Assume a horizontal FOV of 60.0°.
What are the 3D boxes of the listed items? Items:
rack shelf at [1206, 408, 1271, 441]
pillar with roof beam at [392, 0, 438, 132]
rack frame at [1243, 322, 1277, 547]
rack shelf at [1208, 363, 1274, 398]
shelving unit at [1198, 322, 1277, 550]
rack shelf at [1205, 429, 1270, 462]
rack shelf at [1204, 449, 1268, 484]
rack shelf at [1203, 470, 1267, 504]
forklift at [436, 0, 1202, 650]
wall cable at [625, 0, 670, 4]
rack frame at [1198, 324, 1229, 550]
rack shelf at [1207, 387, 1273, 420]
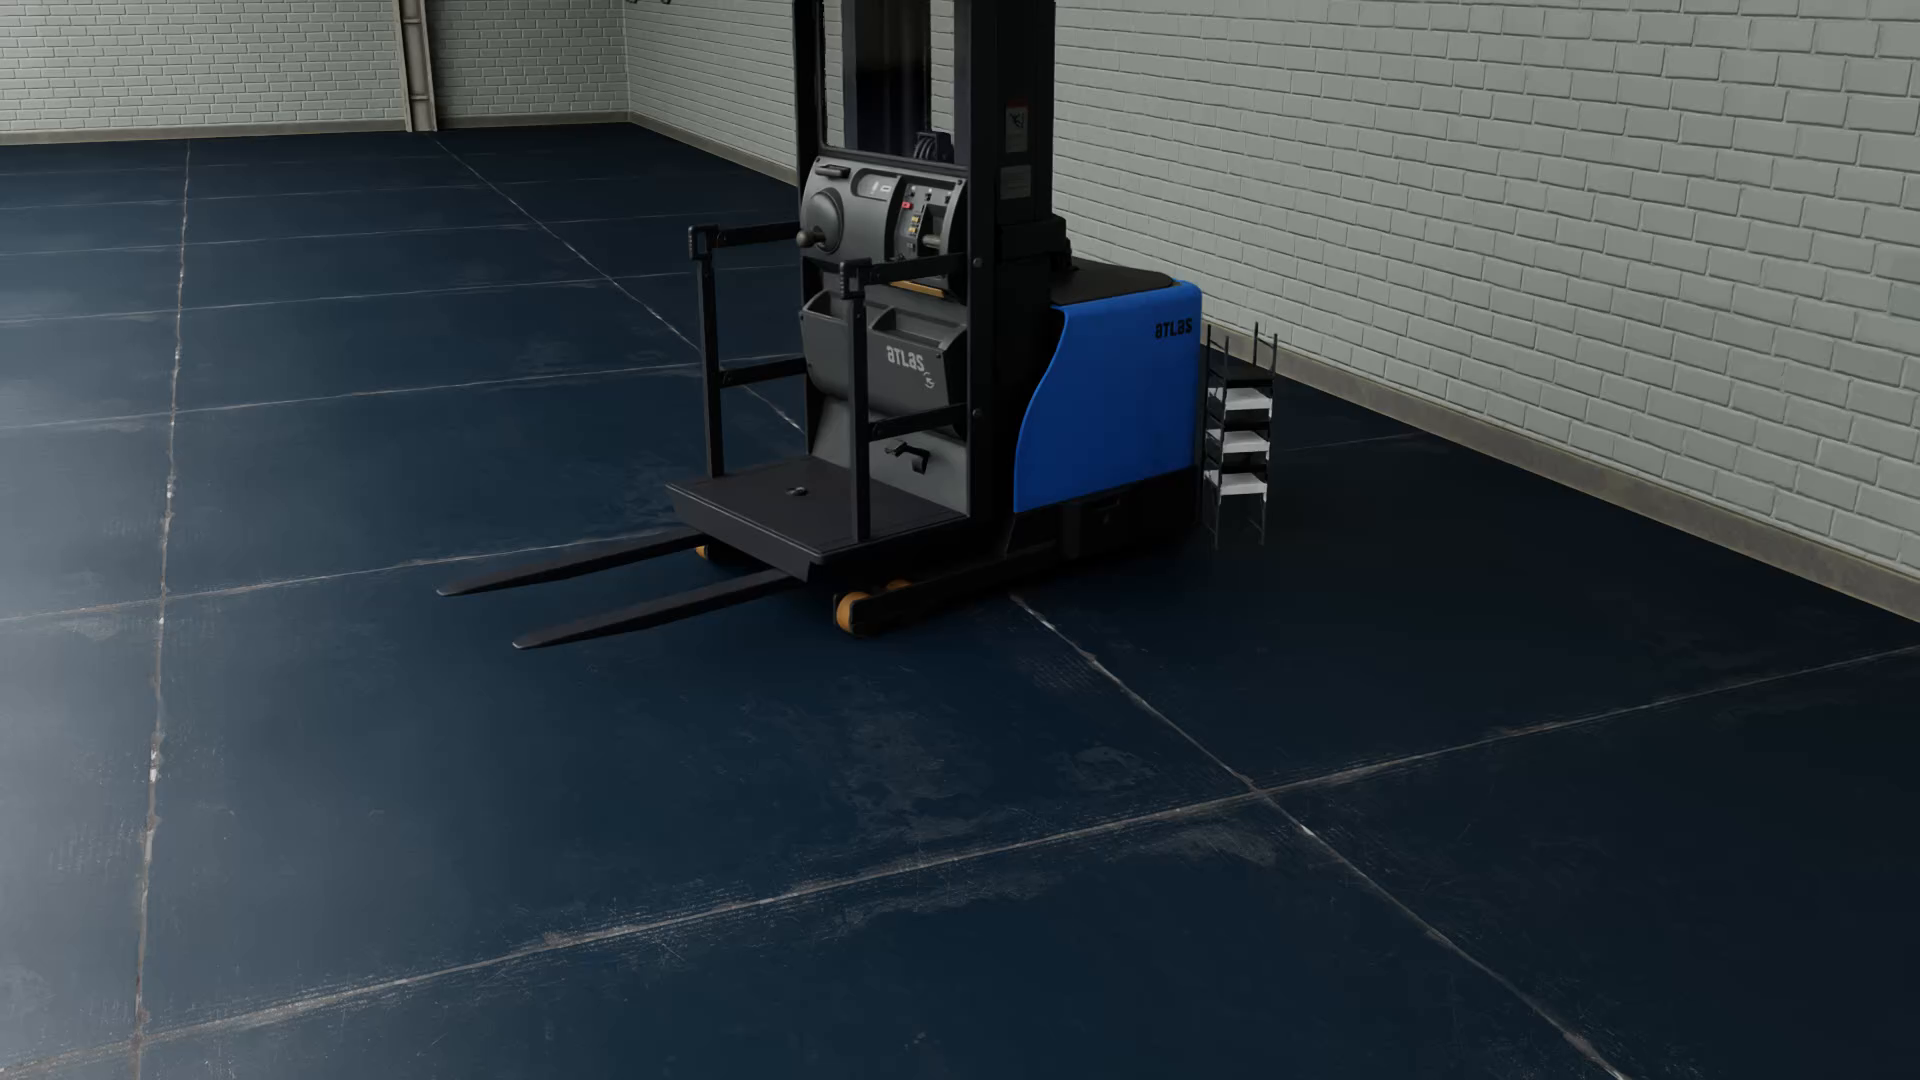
[{"bbox_3d":[1.144,-0.484,6.870,0.200,0.077,0.258,-4,20,-10],"label":"rack shelf"},{"bbox_3d":[-5.858,-8.688,18.147,0.400,9.000,9.100,-8,21,-22],"label":"pillar with roof beam"},{"bbox_3d":[1.244,-0.437,6.907,0.006,0.900,0.240,-4,20,-10],"label":"rack frame"},{"bbox_3d":[1.144,-0.654,6.811,0.200,0.077,0.258,-4,20,-10],"label":"rack shelf"},{"bbox_3d":[1.144,-0.430,6.889,0.210,0.900,0.258,-4,20,-10],"label":"shelving unit"},{"bbox_3d":[1.144,-0.399,6.900,0.200,0.077,0.258,-4,20,-10],"label":"rack shelf"},{"bbox_3d":[1.144,-0.314,6.930,0.200,0.077,0.258,-4,20,-10],"label":"rack shelf"},{"bbox_3d":[1.144,-0.229,6.960,0.200,0.077,0.258,-4,20,-10],"label":"rack shelf"},{"bbox_3d":[-0.460,-1.227,6.092,3.031,2.935,1.130,-15,24,-37],"label":"forklift"},{"bbox_3d":[-4.334,-8.520,22.346,0.112,2.526,3.097,-8,21,-22],"label":"wall cable"},{"bbox_3d":[1.044,-0.424,6.871,0.006,0.900,0.240,-4,20,-10],"label":"rack frame"},{"bbox_3d":[1.144,-0.569,6.840,0.200,0.077,0.258,-4,20,-10],"label":"rack shelf"}]
